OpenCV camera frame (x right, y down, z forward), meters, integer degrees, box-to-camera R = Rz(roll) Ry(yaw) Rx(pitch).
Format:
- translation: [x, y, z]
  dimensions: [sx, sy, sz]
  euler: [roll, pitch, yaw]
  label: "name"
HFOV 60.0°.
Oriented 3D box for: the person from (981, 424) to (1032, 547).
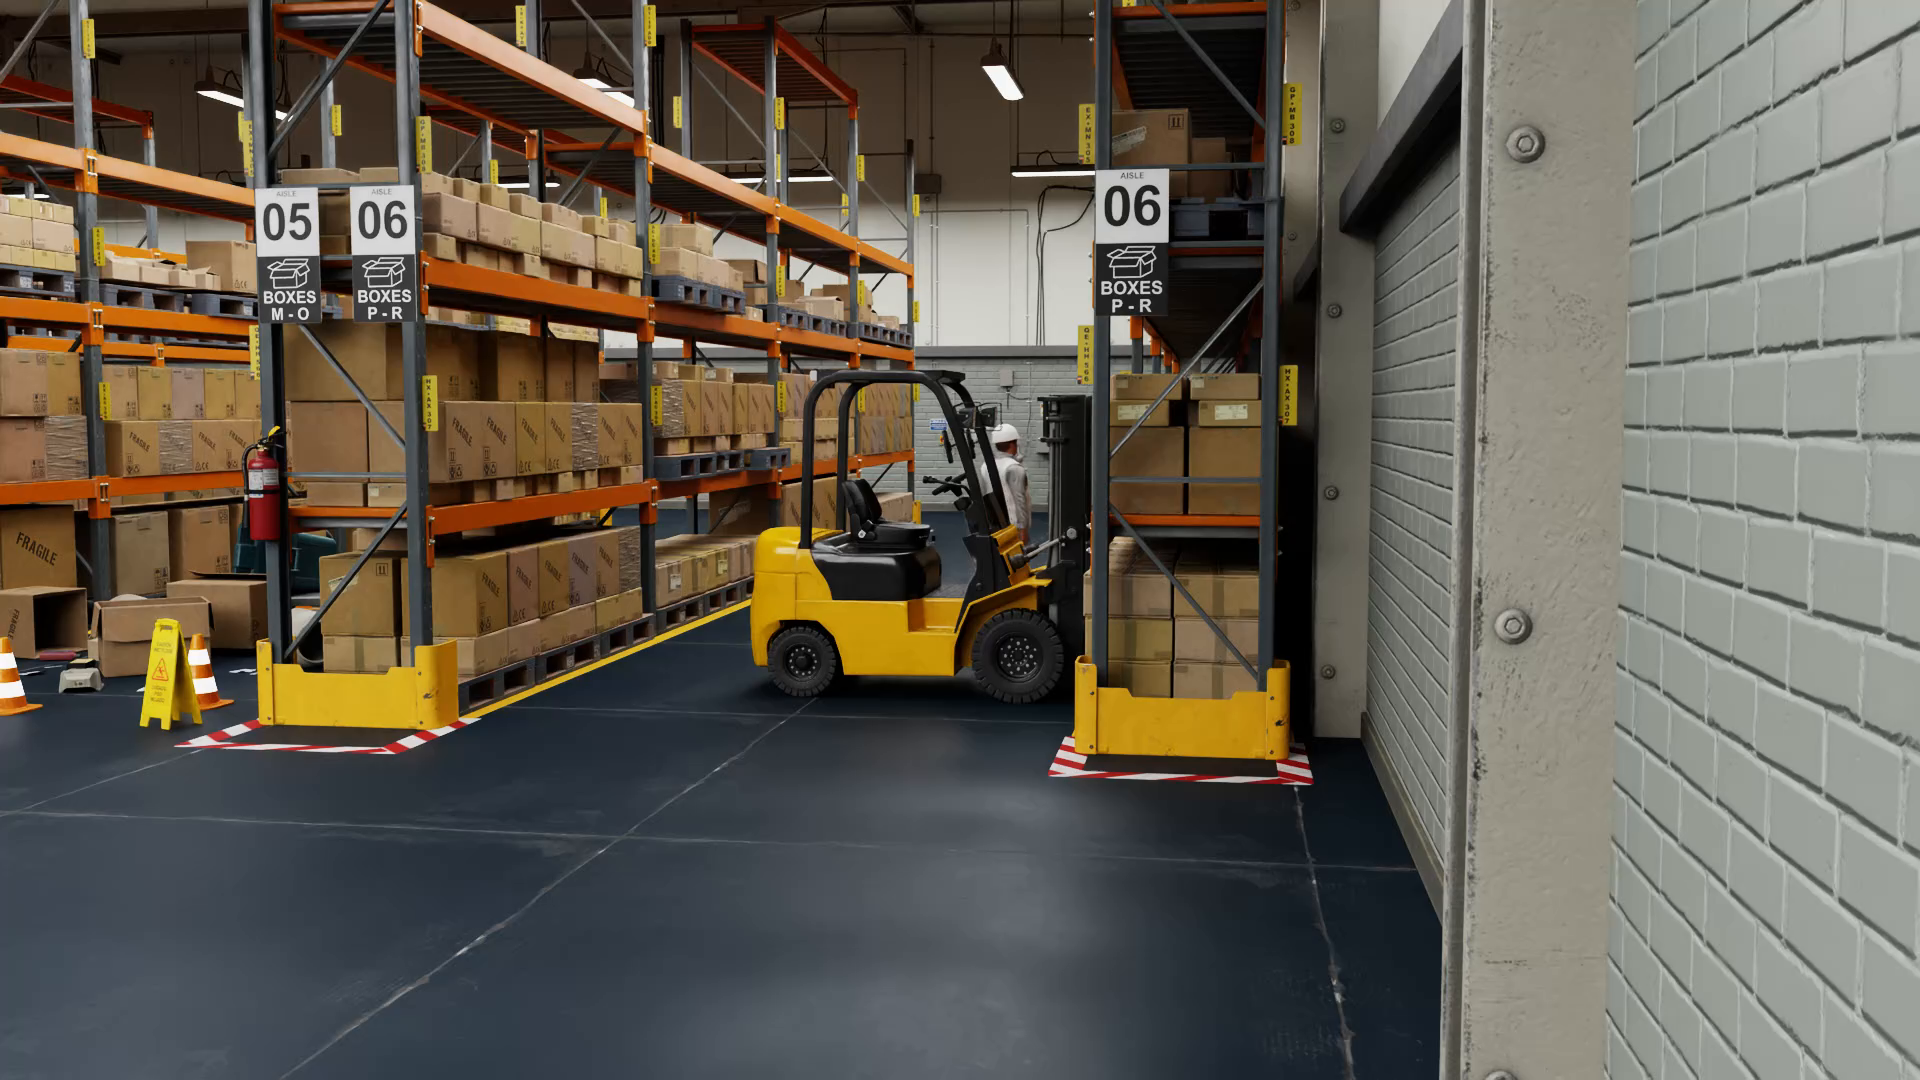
- translation: [0.417, -0.102, 14.199]
  dimensions: [0.620, 1.776, 0.539]
  euler: [-3, 5, -33]
  label: "person"
